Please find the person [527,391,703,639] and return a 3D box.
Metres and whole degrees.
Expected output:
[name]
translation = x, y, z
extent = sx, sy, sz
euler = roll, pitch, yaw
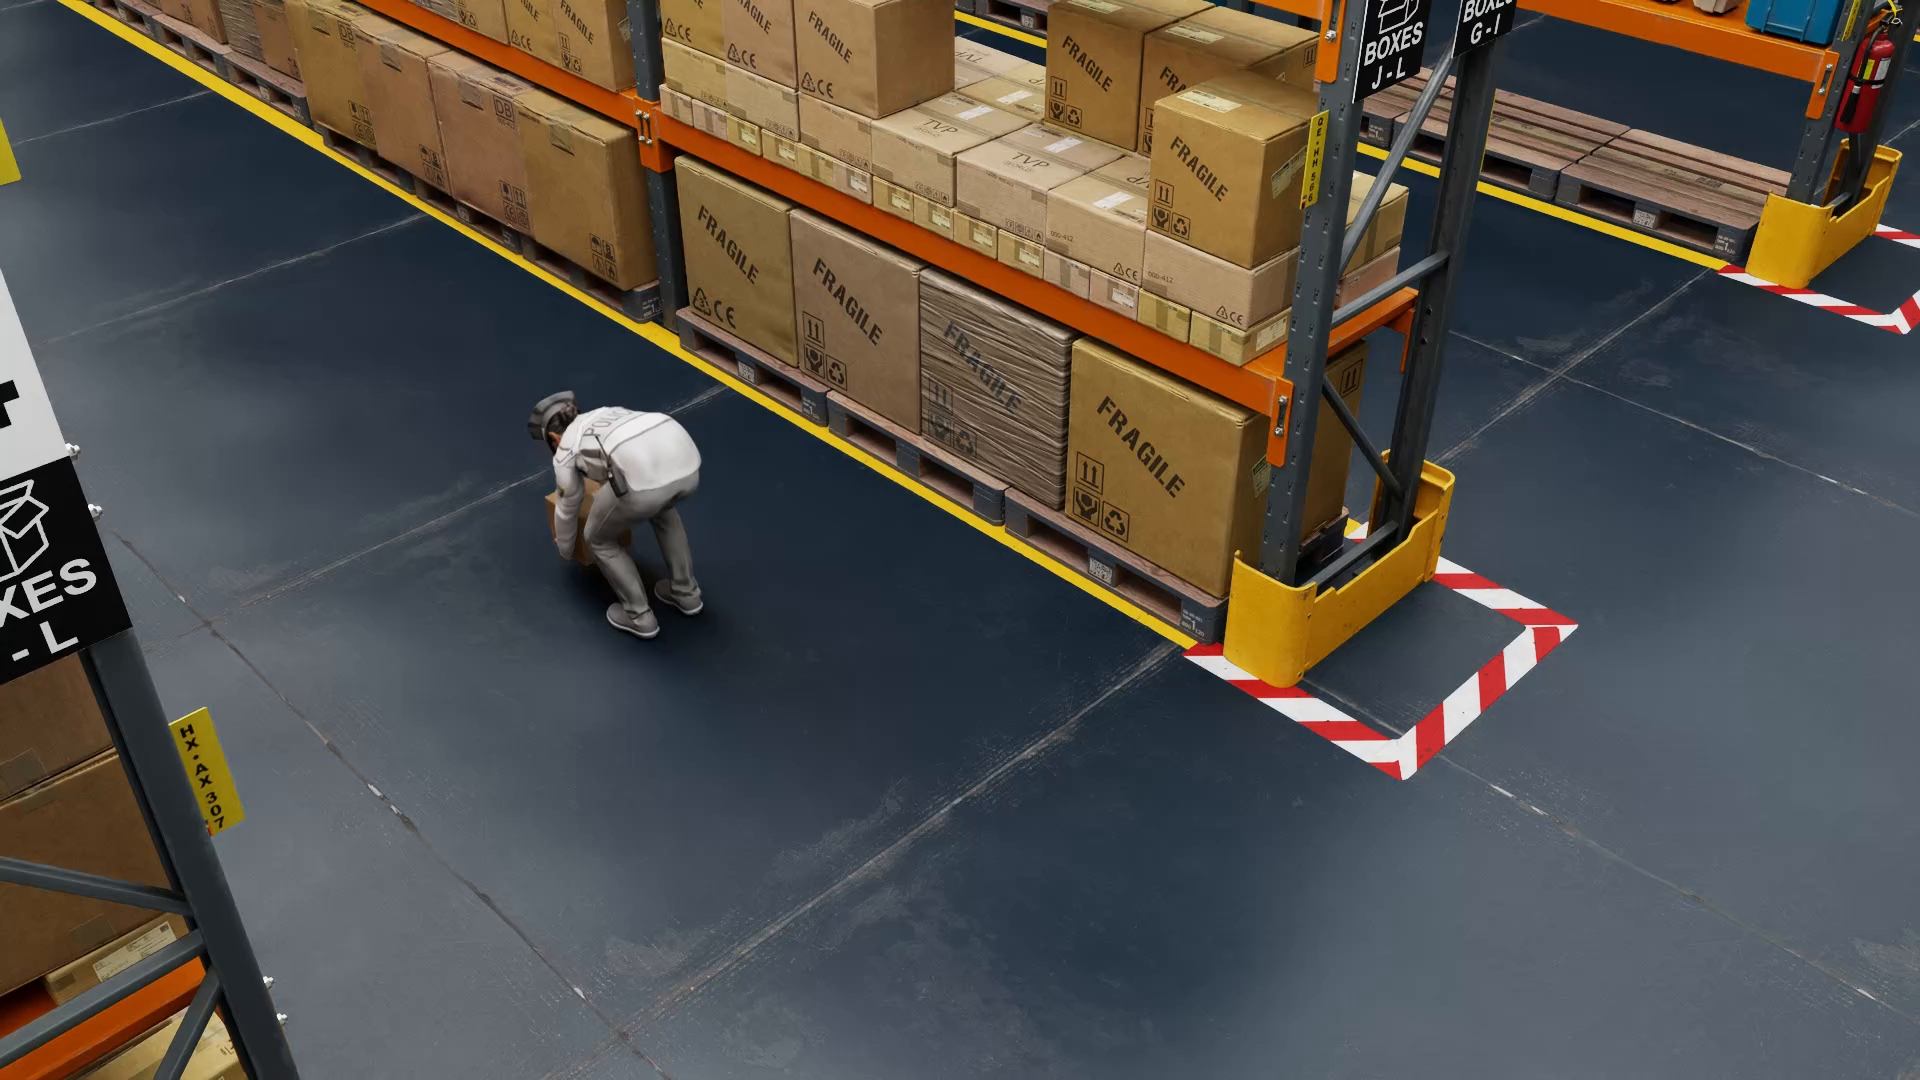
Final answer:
[person]
translation = -1.433, -0.148, 6.947
extent = 0.901, 0.972, 0.445
euler = 28, 44, 33
